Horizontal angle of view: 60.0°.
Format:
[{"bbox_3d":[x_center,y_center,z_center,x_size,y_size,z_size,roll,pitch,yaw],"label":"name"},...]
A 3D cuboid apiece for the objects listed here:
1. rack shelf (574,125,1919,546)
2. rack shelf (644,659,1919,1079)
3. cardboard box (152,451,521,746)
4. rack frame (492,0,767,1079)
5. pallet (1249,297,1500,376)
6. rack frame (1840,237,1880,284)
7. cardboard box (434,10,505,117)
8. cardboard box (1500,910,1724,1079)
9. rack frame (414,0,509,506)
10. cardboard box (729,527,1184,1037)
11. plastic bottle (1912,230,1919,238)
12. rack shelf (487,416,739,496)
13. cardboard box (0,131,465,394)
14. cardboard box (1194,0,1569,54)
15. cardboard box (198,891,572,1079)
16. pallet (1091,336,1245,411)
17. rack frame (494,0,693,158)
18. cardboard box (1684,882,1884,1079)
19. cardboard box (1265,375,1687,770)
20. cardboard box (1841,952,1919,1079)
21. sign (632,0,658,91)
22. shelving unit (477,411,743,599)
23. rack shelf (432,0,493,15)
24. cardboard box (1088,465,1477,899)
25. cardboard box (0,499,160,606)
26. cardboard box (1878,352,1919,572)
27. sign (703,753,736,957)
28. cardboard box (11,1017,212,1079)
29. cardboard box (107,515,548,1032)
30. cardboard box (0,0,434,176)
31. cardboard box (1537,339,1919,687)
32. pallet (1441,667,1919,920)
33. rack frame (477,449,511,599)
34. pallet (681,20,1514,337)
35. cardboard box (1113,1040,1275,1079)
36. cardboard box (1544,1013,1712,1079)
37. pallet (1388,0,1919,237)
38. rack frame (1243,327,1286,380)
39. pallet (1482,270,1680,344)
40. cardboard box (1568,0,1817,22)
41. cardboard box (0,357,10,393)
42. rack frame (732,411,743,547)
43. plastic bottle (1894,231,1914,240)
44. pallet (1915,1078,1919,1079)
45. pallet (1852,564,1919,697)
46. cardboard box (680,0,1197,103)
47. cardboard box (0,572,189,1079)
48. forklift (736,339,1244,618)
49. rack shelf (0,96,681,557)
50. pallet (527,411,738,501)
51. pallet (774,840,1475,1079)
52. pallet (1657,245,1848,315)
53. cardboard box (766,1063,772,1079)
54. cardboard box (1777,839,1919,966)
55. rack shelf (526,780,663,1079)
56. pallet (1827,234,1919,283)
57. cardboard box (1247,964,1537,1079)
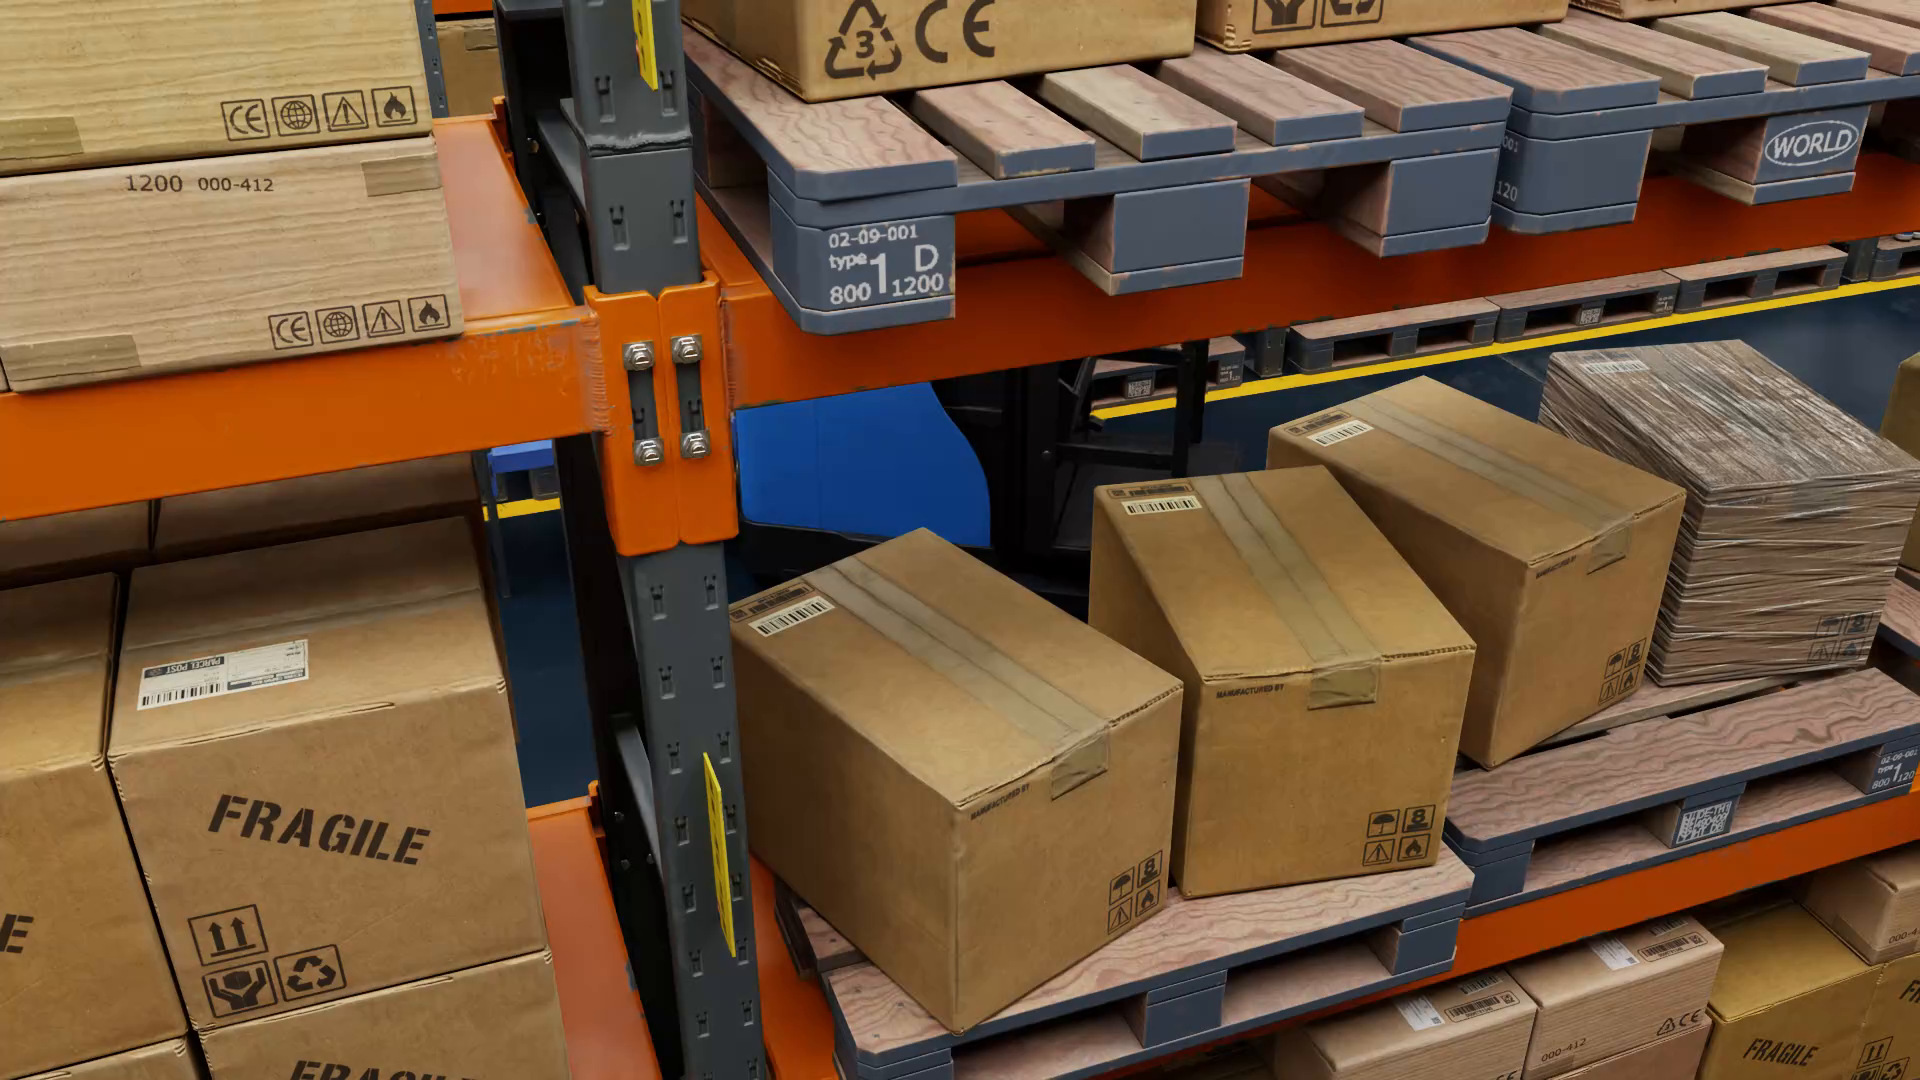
[{"bbox_3d":[1.315,-0.734,3.204,4.000,0.370,1.077,-10,31,-18],"label":"rack shelf"},{"bbox_3d":[1.315,0.570,3.946,4.000,0.370,1.077,-10,31,-18],"label":"rack shelf"},{"bbox_3d":[-1.099,0.075,2.977,0.500,0.500,0.500,-10,31,-16],"label":"cardboard box"},{"bbox_3d":[-0.560,0.602,3.162,0.127,3.000,1.000,-10,31,-18],"label":"rack frame"},{"bbox_3d":[2.205,-1.291,9.303,1.213,0.211,1.003,-10,31,-18],"label":"pallet"},{"bbox_3d":[5.215,-3.077,9.621,0.127,3.000,1.000,-10,31,-18],"label":"rack frame"},{"bbox_3d":[-3.417,-3.373,11.863,0.875,0.875,1.225,-10,31,-17],"label":"cardboard box"},{"bbox_3d":[1.386,0.942,3.890,0.500,0.250,0.500,-11,31,-19],"label":"cardboard box"},{"bbox_3d":[-2.283,-1.696,7.197,0.127,3.000,1.000,-10,31,-18],"label":"rack frame"},{"bbox_3d":[-0.038,0.399,2.995,0.500,0.500,0.700,-22,37,-34],"label":"cardboard box"},{"bbox_3d":[5.761,-1.922,9.975,0.097,0.201,0.097,0,30,0],"label":"plastic bottle"},{"bbox_3d":[-1.460,-0.455,6.896,1.000,0.185,0.538,-10,31,-16],"label":"rack shelf"},{"bbox_3d":[-0.923,-0.428,2.093,0.500,0.250,0.500,-10,31,-18],"label":"cardboard box"},{"bbox_3d":[0.557,-1.149,2.580,0.600,0.600,0.600,-11,31,-18],"label":"cardboard box"},{"bbox_3d":[-0.939,0.764,2.777,0.500,0.500,0.500,-10,31,-17],"label":"cardboard box"},{"bbox_3d":[0.741,-1.020,8.827,1.213,0.211,1.003,-10,31,-18],"label":"pallet"},{"bbox_3d":[-0.560,-2.004,1.677,0.127,3.000,1.000,-10,31,-18],"label":"rack frame"},{"bbox_3d":[1.910,1.166,4.253,0.500,0.500,0.500,-12,32,-19],"label":"cardboard box"},{"bbox_3d":[1.075,0.043,3.619,0.500,0.500,0.700,-19,35,-30],"label":"cardboard box"},{"bbox_3d":[2.395,1.077,4.410,0.500,0.500,0.500,-9,31,-16],"label":"cardboard box"},{"bbox_3d":[-0.363,-0.675,1.852,0.005,0.325,0.100,-10,31,-18],"label":"sign"},{"bbox_3d":[-1.460,-0.611,6.807,1.048,1.500,0.538,-10,31,-16],"label":"shelving unit"},{"bbox_3d":[-2.136,-4.027,12.015,4.000,0.370,1.077,-10,31,-18],"label":"rack shelf"},{"bbox_3d":[0.585,0.250,3.255,0.500,0.500,0.700,-6,30,-10],"label":"cardboard box"},{"bbox_3d":[-1.583,0.165,2.820,0.500,0.500,0.500,-11,32,-19],"label":"cardboard box"},{"bbox_3d":[2.638,-0.153,3.963,0.500,0.500,0.700,-22,37,-34],"label":"cardboard box"},{"bbox_3d":[-0.363,0.477,2.509,0.005,0.325,0.100,-10,31,-18],"label":"sign"},{"bbox_3d":[-1.421,0.854,2.620,0.500,0.500,0.500,-10,31,-16],"label":"cardboard box"},{"bbox_3d":[-0.943,0.332,2.526,0.500,0.500,0.500,-10,31,-17],"label":"cardboard box"},{"bbox_3d":[-0.921,-0.643,1.965,0.500,0.250,0.500,-10,31,-18],"label":"cardboard box"},{"bbox_3d":[1.715,-0.084,3.841,0.500,0.500,0.700,-5,30,-8],"label":"cardboard box"},{"bbox_3d":[1.368,0.333,3.829,1.213,0.211,1.003,-10,31,-18],"label":"pallet"},{"bbox_3d":[-1.941,-0.529,6.663,0.032,1.500,0.500,-10,31,-16],"label":"rack frame"},{"bbox_3d":[0.076,-0.699,2.607,1.003,0.211,1.213,-10,31,-18],"label":"pallet"},{"bbox_3d":[0.475,1.430,3.791,0.500,0.500,0.500,-10,31,-17],"label":"cardboard box"},{"bbox_3d":[1.420,1.260,4.089,0.500,0.500,0.500,-12,32,-19],"label":"cardboard box"},{"bbox_3d":[1.047,-0.880,2.924,1.003,0.211,1.213,-10,31,-18],"label":"pallet"},{"bbox_3d":[1.466,-2.387,8.409,0.127,3.000,1.000,-10,31,-18],"label":"rack frame"},{"bbox_3d":[3.347,-1.500,9.669,1.213,0.211,1.003,-10,31,-18],"label":"pallet"},{"bbox_3d":[1.187,-1.255,2.765,0.600,0.600,0.600,-12,32,-20],"label":"cardboard box"},{"bbox_3d":[-1.395,-0.347,1.950,0.500,0.250,0.500,-10,31,-18],"label":"cardboard box"},{"bbox_3d":[-0.980,-0.693,6.952,0.032,1.500,0.500,-10,31,-16],"label":"rack frame"},{"bbox_3d":[5.666,-1.935,9.927,0.097,0.271,0.097,0,30,0],"label":"plastic bottle"},{"bbox_3d":[2.476,1.235,4.869,1.213,0.211,1.003,-10,31,-18],"label":"pallet"},{"bbox_3d":[2.579,0.145,4.159,1.003,0.211,1.213,-10,31,-18],"label":"pallet"},{"bbox_3d":[-0.062,-1.023,2.359,0.600,0.600,0.600,-14,32,-22],"label":"cardboard box"},{"bbox_3d":[-1.422,0.422,2.369,0.500,0.500,0.500,-11,31,-19],"label":"cardboard box"},{"bbox_3d":[0.667,-1.177,6.355,3.031,2.935,1.130,6,30,10],"label":"forklift"},{"bbox_3d":[-2.434,-0.043,1.992,4.000,0.370,1.077,-10,31,-18],"label":"rack shelf"},{"bbox_3d":[-1.546,-0.599,8.087,1.213,0.211,1.003,-10,31,-18],"label":"pallet"},{"bbox_3d":[0.227,0.599,3.363,1.213,0.211,1.003,-10,31,-18],"label":"pallet"},{"bbox_3d":[4.492,-1.712,10.042,1.213,0.211,1.003,-10,31,-18],"label":"pallet"},{"bbox_3d":[-0.197,1.279,4.055,0.500,0.500,0.500,-11,31,-18],"label":"cardboard box"},{"bbox_3d":[2.343,0.763,4.204,0.500,0.250,0.500,-9,31,-16],"label":"cardboard box"},{"bbox_3d":[-2.434,1.260,2.735,4.000,0.370,1.077,-10,31,-18],"label":"rack shelf"},{"bbox_3d":[5.859,-1.962,10.481,1.213,0.211,1.003,-10,31,-18],"label":"pallet"},{"bbox_3d":[0.916,1.029,3.738,0.500,0.250,0.500,-10,31,-18],"label":"cardboard box"}]
